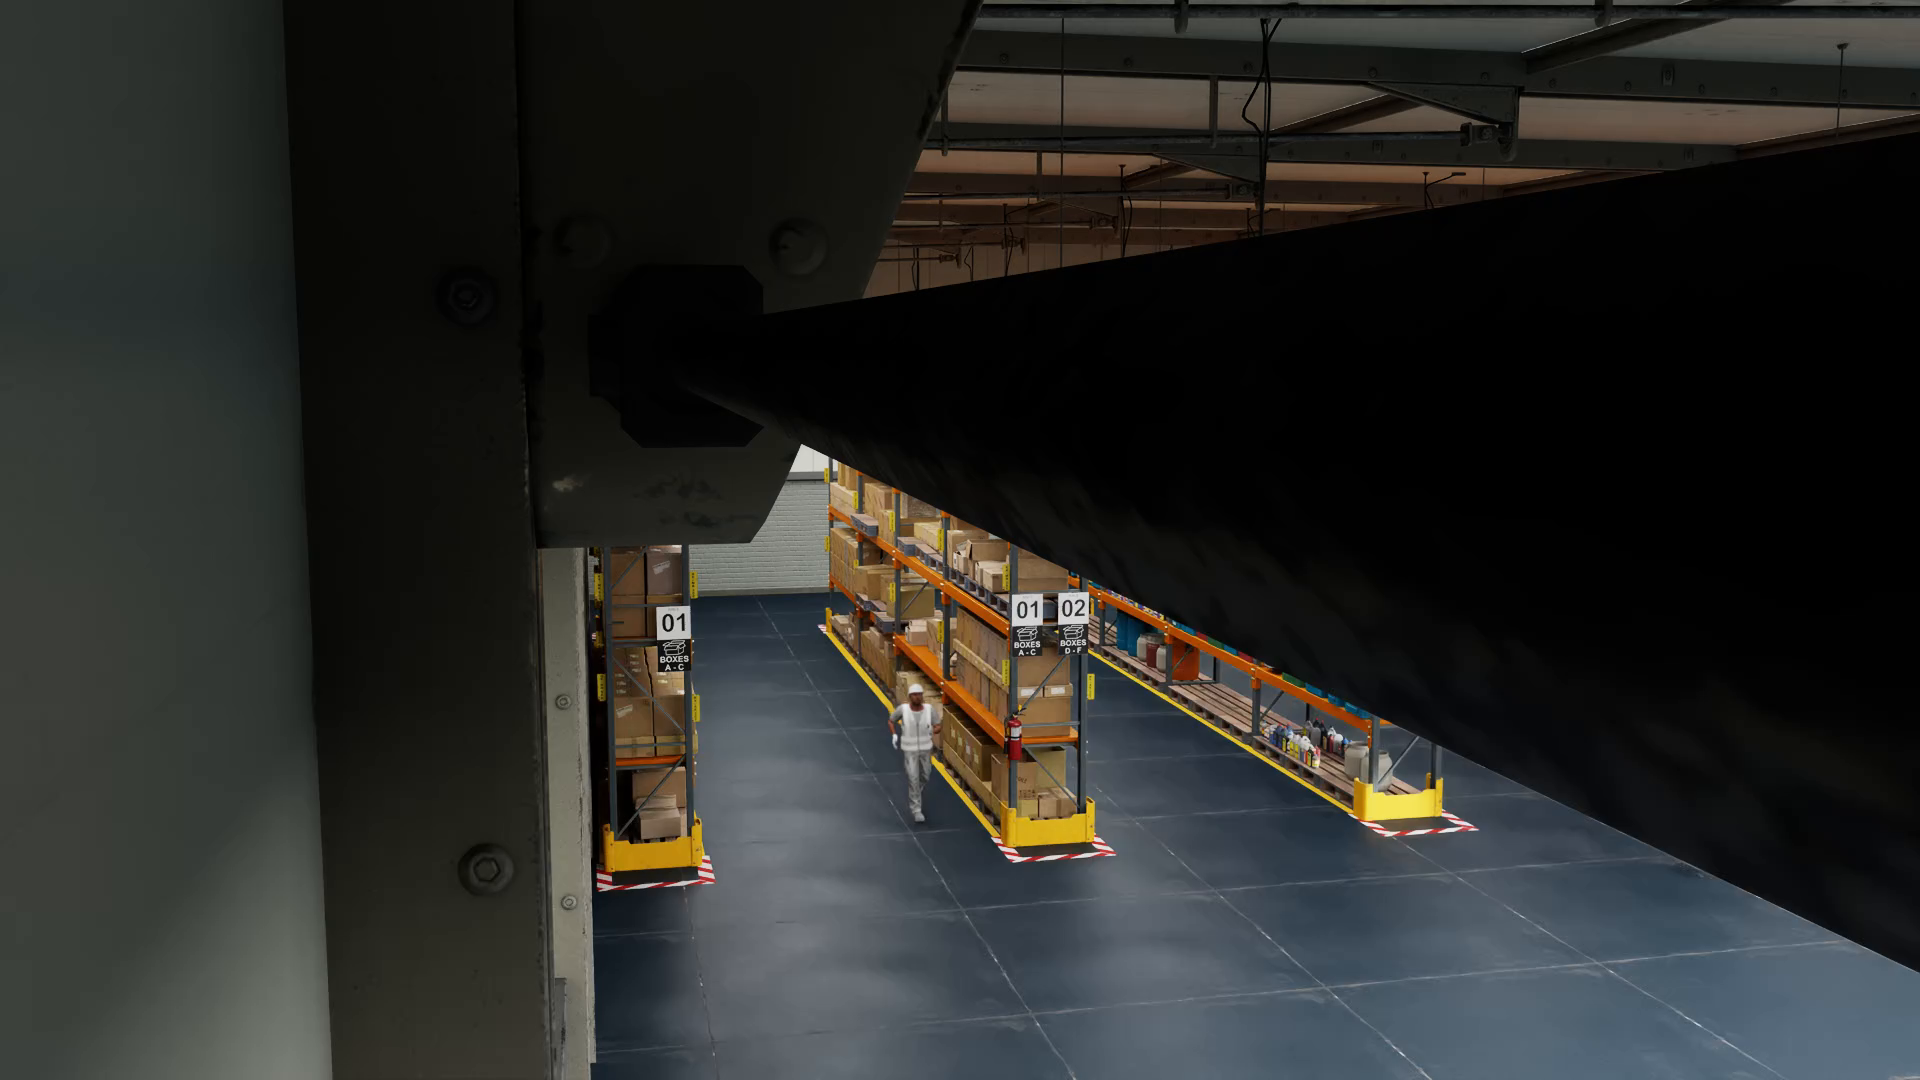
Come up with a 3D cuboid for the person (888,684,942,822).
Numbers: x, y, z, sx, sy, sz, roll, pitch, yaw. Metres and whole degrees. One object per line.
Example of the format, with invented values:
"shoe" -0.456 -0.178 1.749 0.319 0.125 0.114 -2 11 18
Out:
"person" -0.582 2.794 22.232 0.691 1.762 0.994 -2 7 -15
